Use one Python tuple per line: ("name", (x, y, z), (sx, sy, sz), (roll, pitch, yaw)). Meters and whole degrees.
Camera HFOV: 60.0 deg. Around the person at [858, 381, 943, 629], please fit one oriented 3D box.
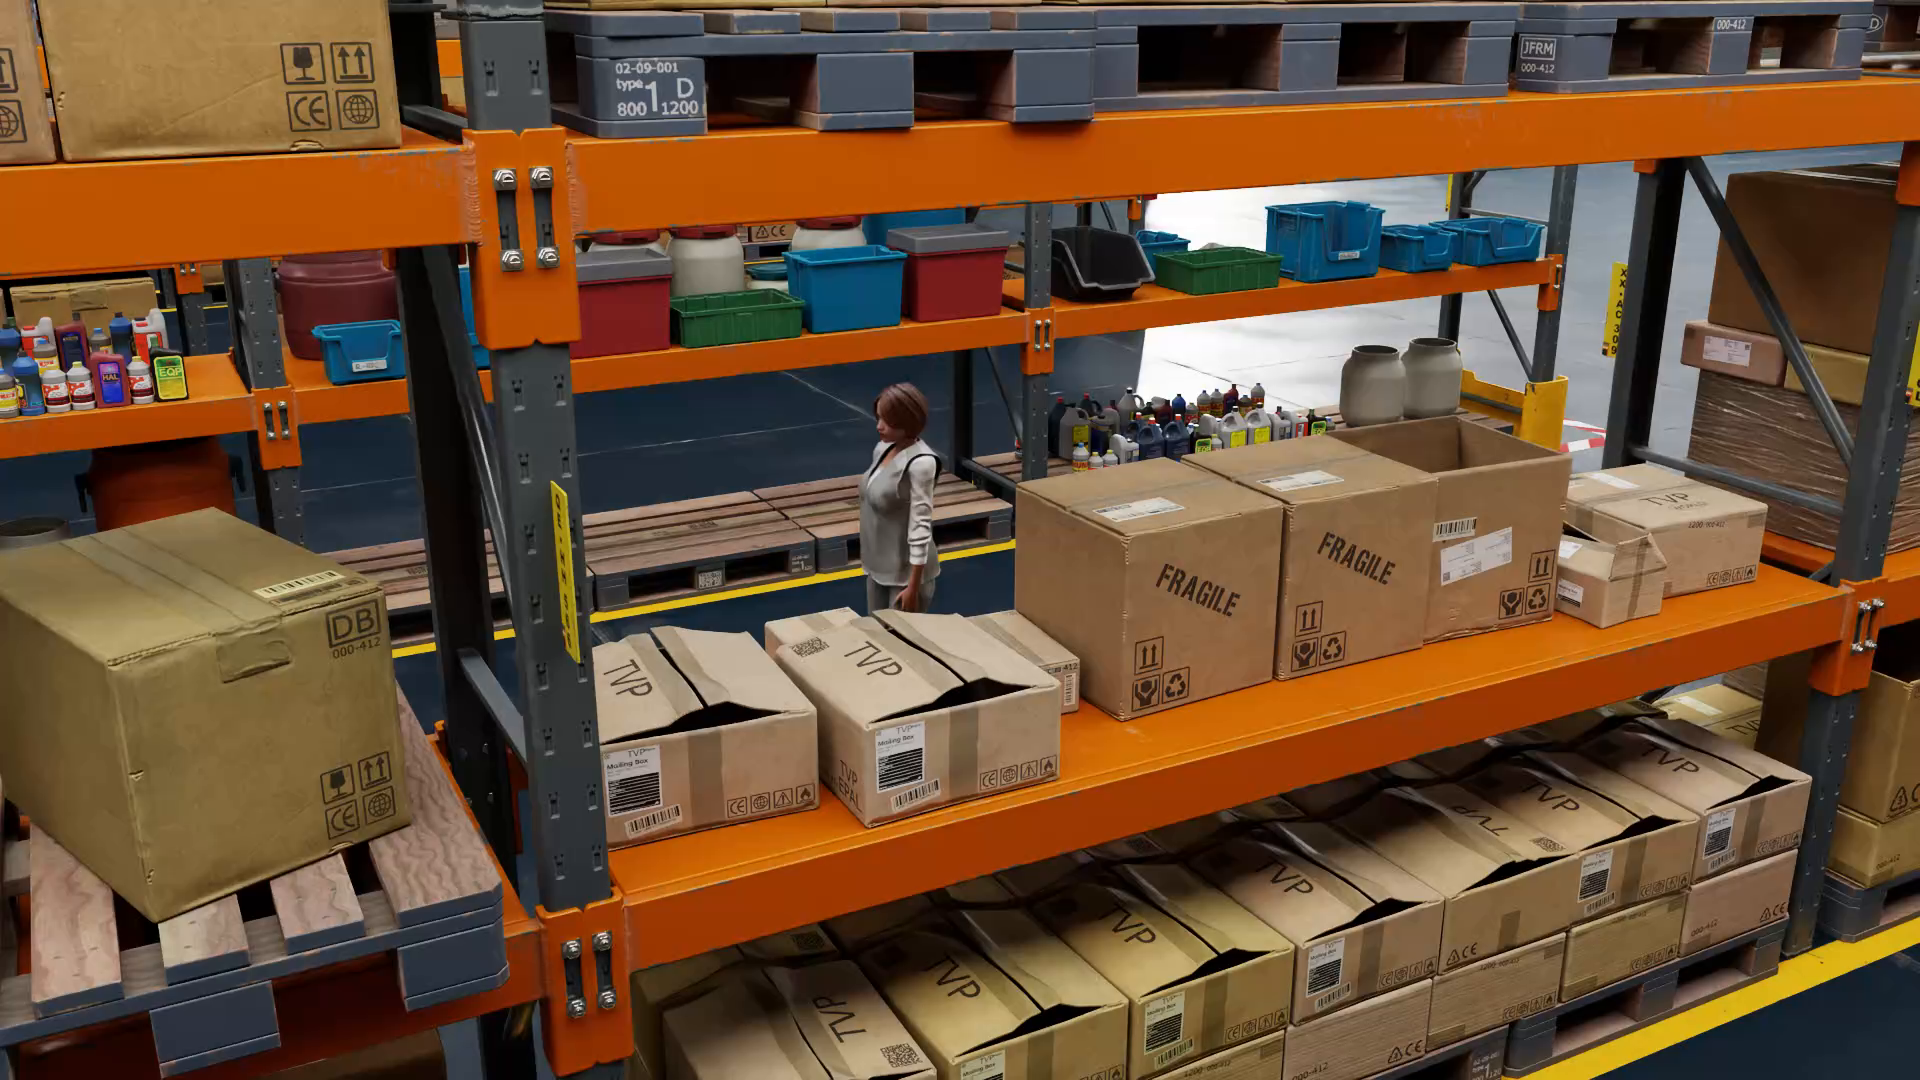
("person", (-0.231, 0.153, 6.642), (0.310, 1.598, 0.406), (-9, 21, -26))
